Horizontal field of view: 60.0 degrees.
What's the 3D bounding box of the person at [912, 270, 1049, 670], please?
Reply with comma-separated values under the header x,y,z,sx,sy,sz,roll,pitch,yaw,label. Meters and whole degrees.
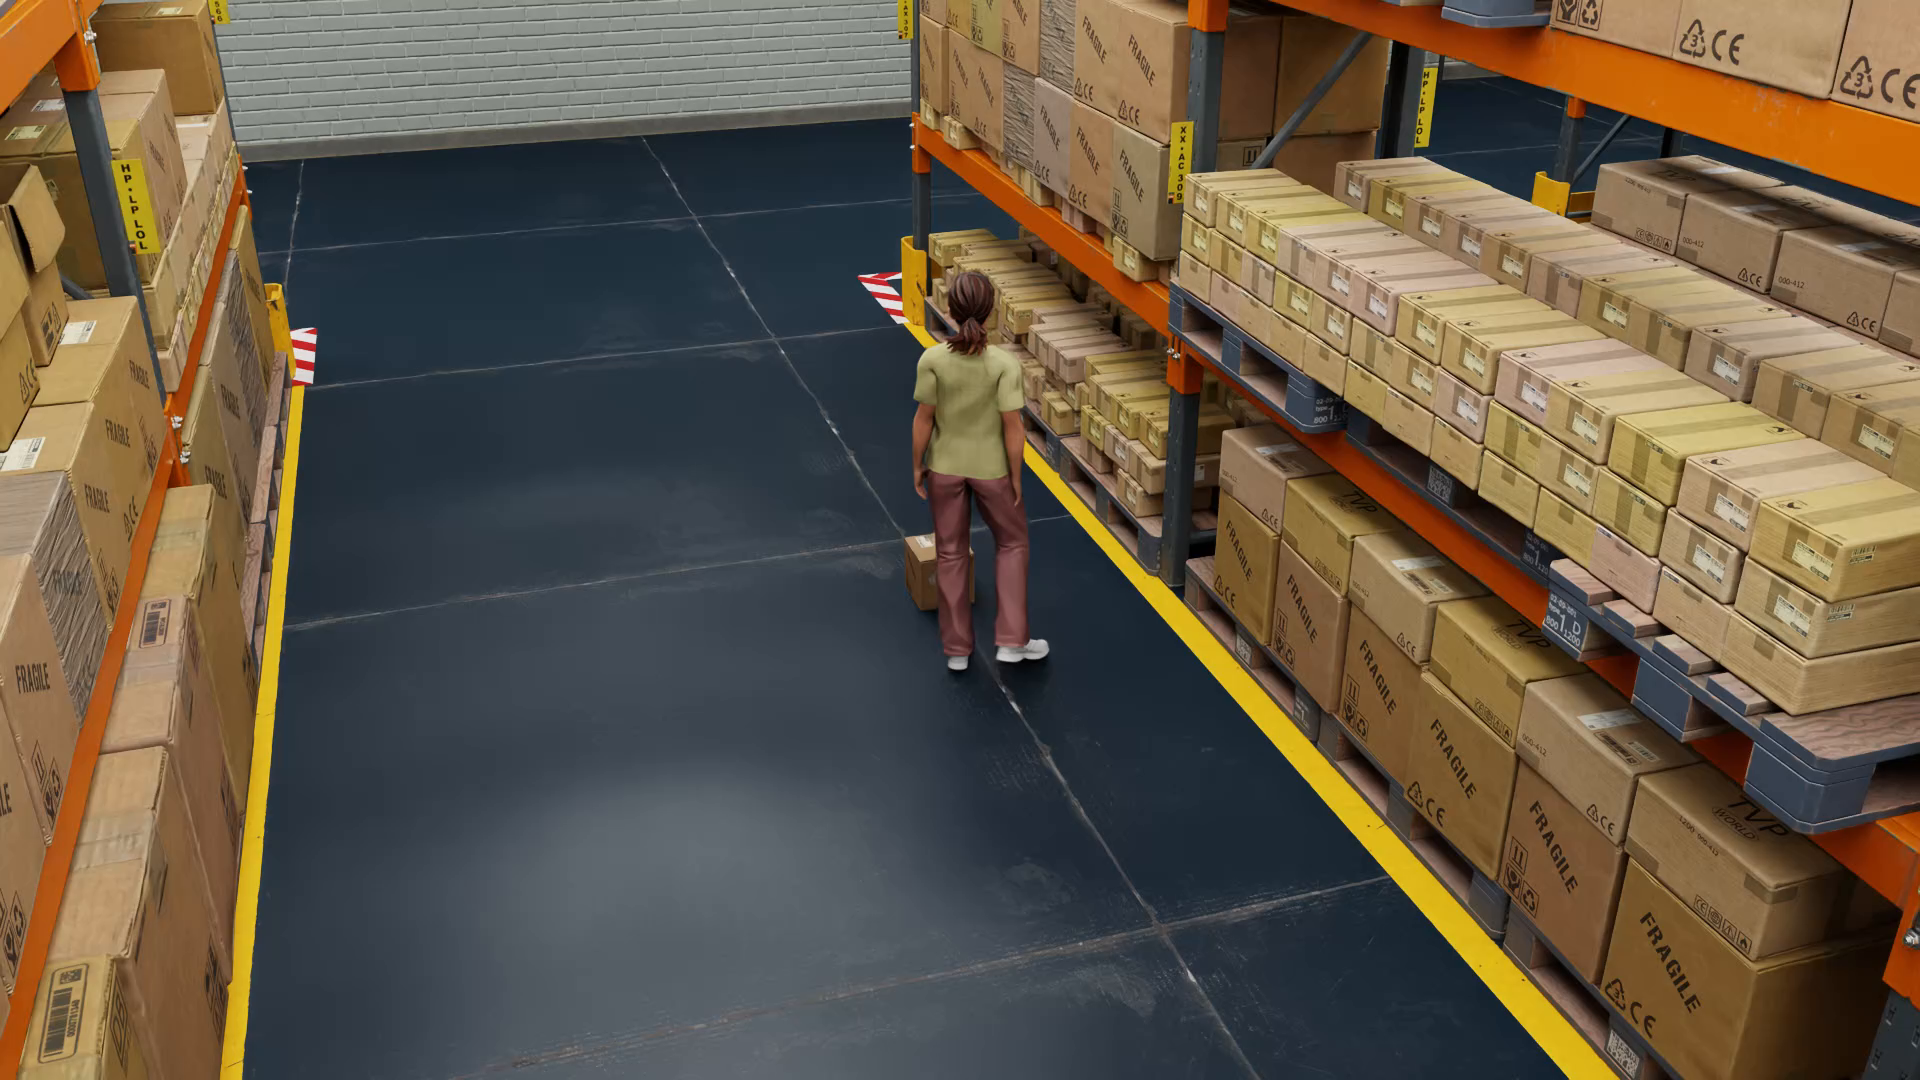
x,y,z,sx,sy,sz,roll,pitch,yaw,label
0.090,-0.251,6.614,0.559,1.677,0.357,3,27,5,person
